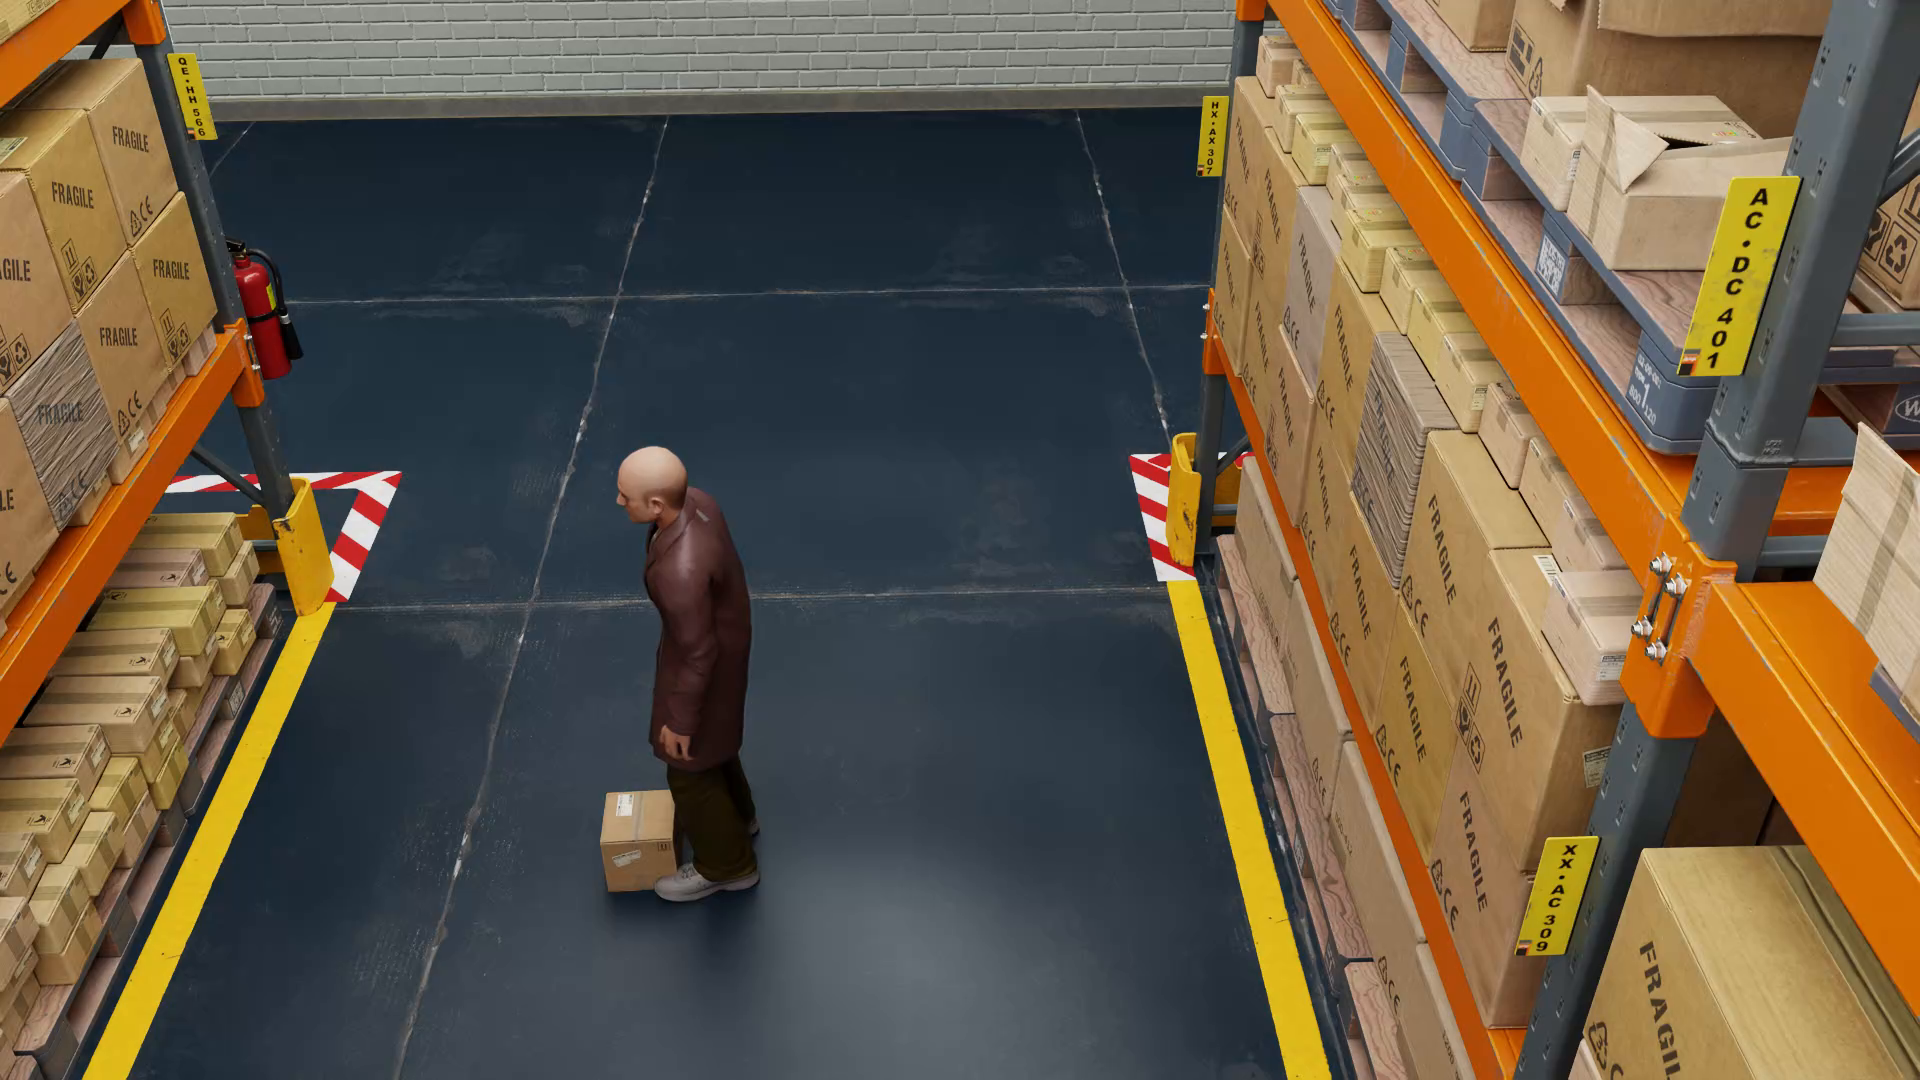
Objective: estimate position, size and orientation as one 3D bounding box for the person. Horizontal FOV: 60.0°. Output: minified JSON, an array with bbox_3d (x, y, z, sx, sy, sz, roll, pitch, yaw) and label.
[{"bbox_3d":[-0.886,0.447,5.514,0.418,1.774,0.656,-3,35,-4],"label":"person"}]
